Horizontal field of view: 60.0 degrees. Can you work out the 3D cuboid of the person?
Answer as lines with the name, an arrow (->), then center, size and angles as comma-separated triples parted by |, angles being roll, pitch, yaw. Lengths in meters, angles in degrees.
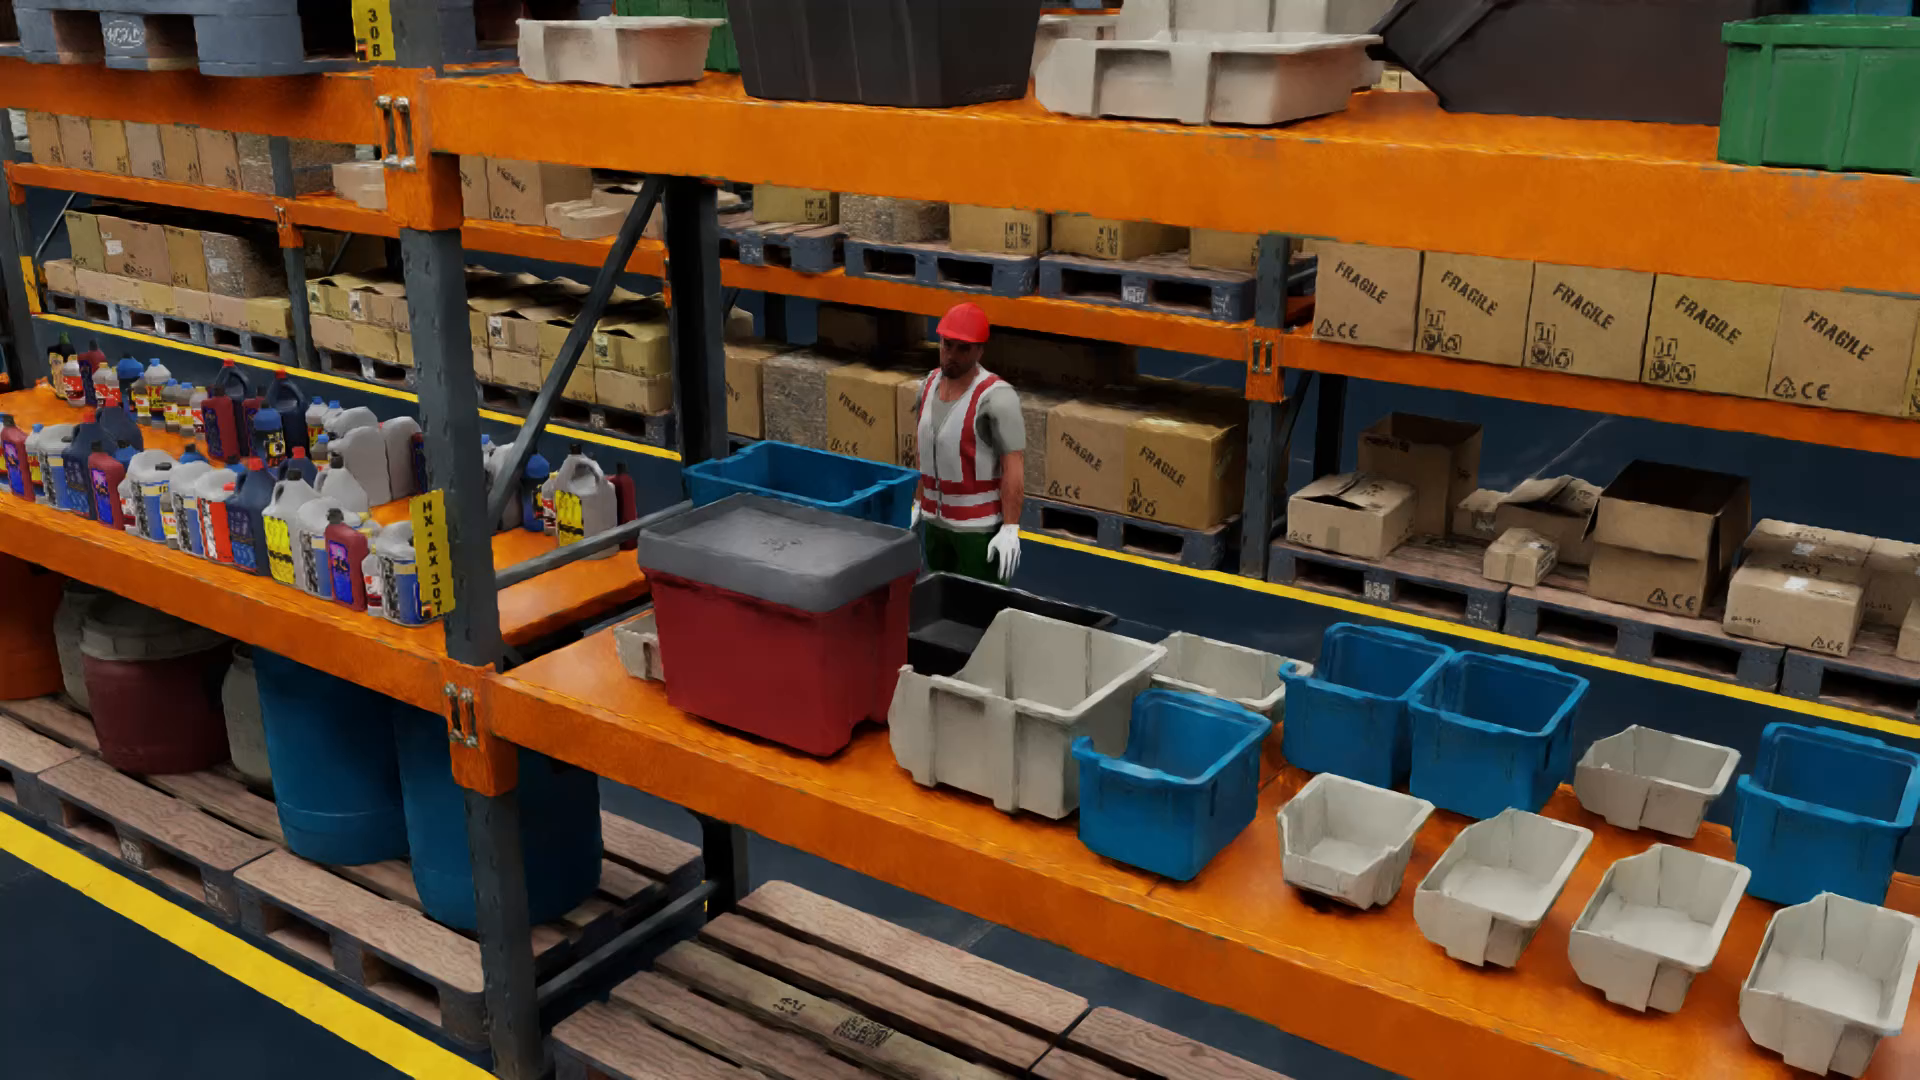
person -> 0.012, -0.057, 6.609 | 0.414, 1.791, 0.622 | -16, 25, -38
